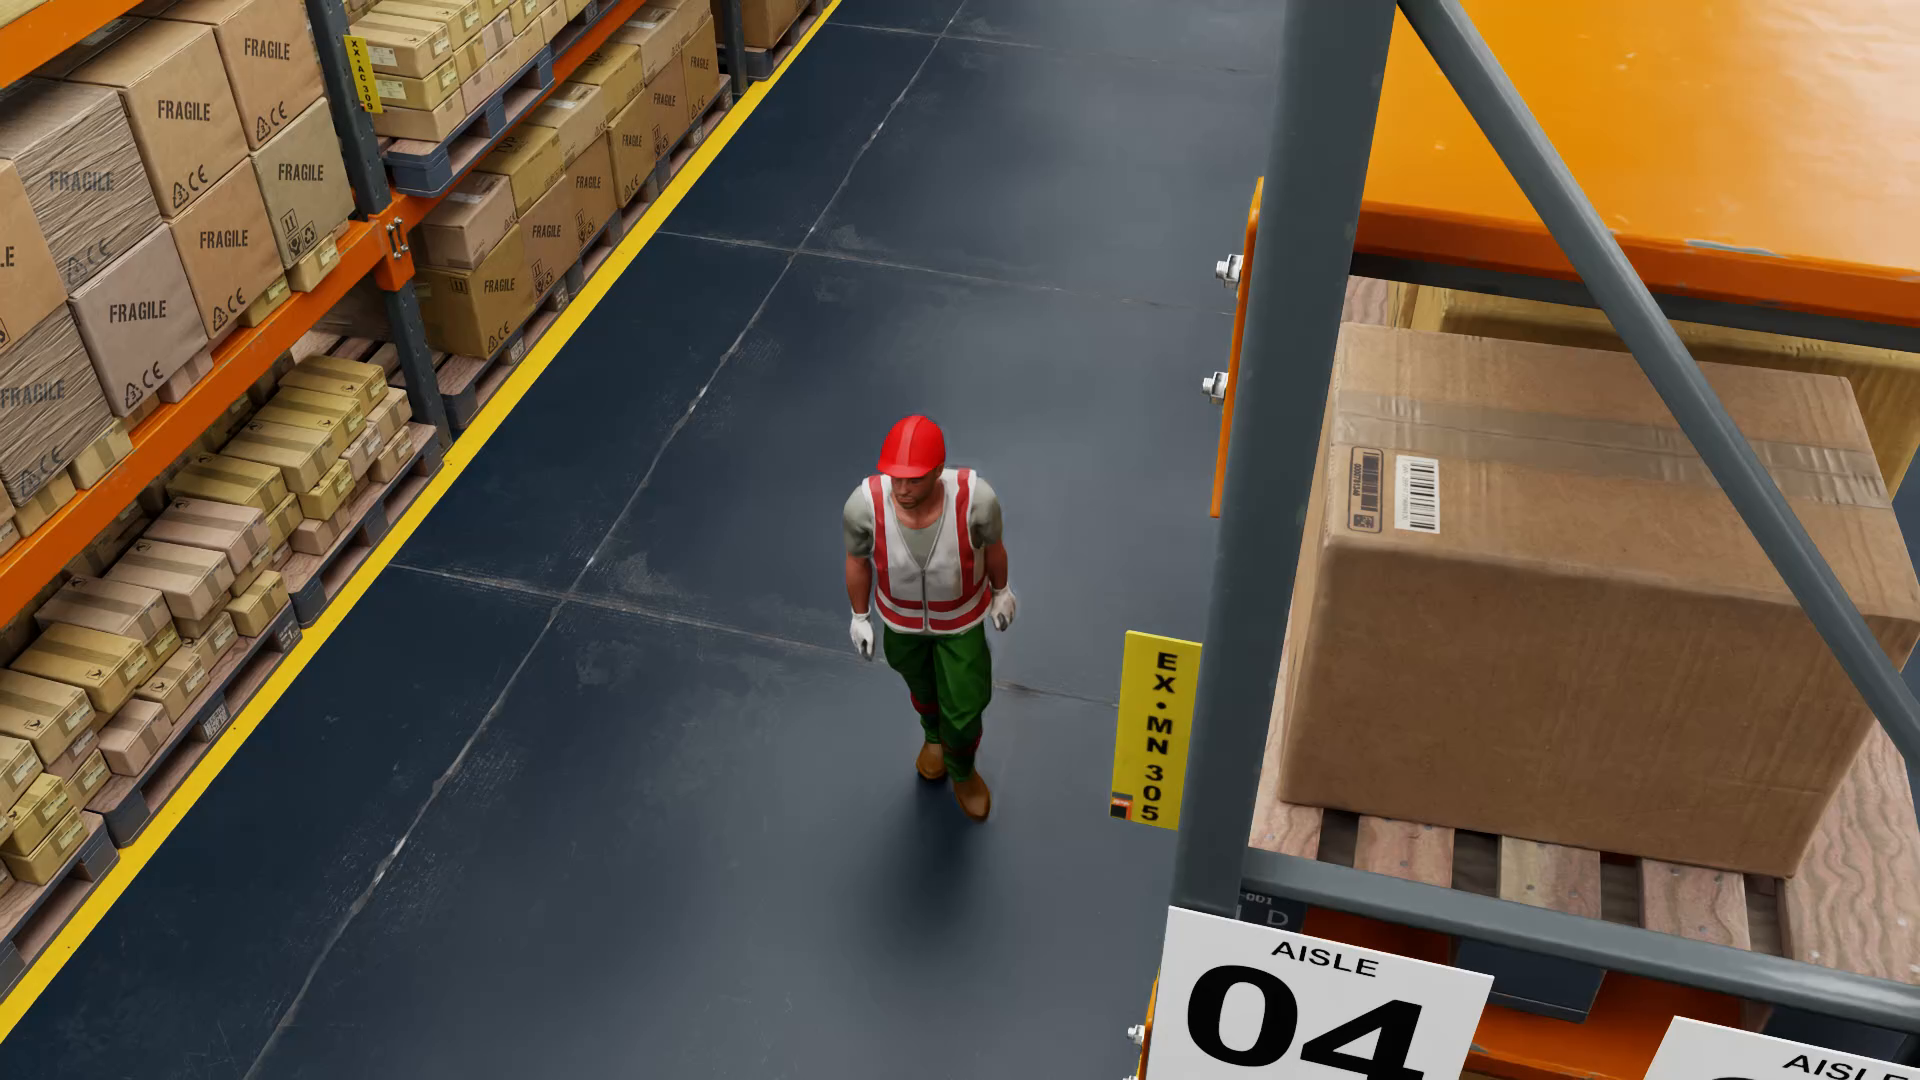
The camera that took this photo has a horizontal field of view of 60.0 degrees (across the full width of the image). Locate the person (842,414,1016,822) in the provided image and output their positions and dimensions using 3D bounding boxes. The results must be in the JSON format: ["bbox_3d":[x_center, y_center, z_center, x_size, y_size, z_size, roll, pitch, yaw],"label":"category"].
[{"bbox_3d":[-0.103,0.253,5.830,0.580,1.784,0.528,5,41,6],"label":"person"}]
